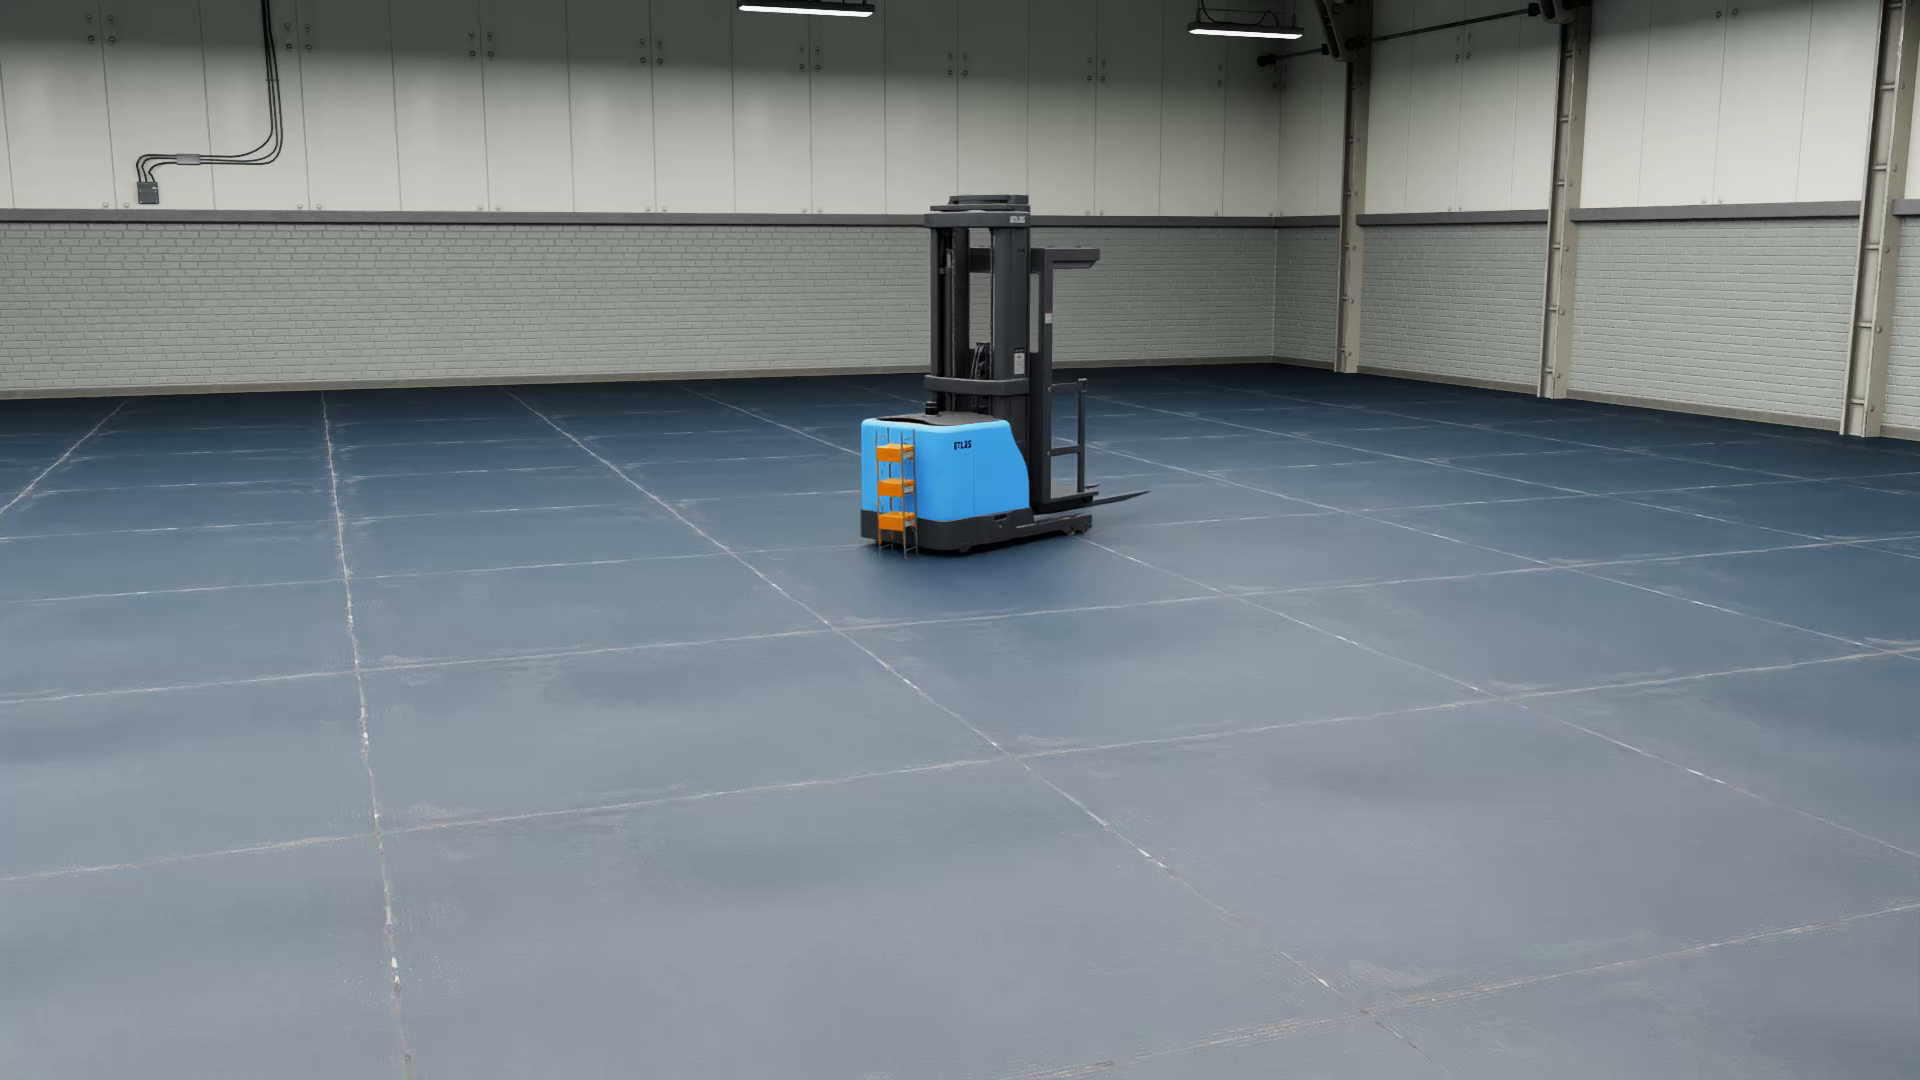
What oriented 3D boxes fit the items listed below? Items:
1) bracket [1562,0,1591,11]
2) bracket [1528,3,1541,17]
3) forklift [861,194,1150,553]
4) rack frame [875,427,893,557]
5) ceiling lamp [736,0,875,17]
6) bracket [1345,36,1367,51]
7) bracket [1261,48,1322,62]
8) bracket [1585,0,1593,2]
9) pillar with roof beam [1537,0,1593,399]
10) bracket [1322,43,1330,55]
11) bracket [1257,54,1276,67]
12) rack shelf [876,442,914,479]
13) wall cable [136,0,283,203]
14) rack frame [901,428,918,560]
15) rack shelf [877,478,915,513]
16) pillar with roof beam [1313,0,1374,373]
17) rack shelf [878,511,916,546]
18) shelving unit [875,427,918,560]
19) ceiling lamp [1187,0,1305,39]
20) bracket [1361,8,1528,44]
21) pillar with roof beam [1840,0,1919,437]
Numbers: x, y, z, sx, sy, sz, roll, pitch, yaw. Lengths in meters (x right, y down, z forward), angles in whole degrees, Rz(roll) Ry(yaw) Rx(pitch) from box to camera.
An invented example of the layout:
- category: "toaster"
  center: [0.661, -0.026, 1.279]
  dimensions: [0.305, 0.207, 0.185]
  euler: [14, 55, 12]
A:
- category: "bracket"
  center: [9.736, -8.499, 26.229]
  dimensions: [0.235, 0.232, 0.430]
  euler: [-4, 11, -21]
- category: "bracket"
  center: [9.435, -8.635, 26.991]
  dimensions: [0.235, 0.232, 0.430]
  euler: [-4, 11, -21]
- category: "forklift"
  center: [0.529, -1.536, 14.687]
  dimensions: [1.130, 2.935, 3.031]
  euler: [9, 14, 42]
- category: "rack frame"
  center: [-0.620, -0.394, 13.611]
  dimensions: [0.008, 1.050, 0.200]
  euler: [6, 14, 30]
- category: "ceiling lamp"
  center: [-2.322, -9.259, 24.112]
  dimensions: [2.000, 3.185, 0.800]
  euler: [-4, 11, -21]
- category: "bracket"
  center: [7.562, -9.479, 31.735]
  dimensions: [0.235, 0.232, 0.430]
  euler: [-4, 11, -21]
- category: "bracket"
  center: [6.616, -9.905, 34.130]
  dimensions: [0.076, 0.066, 3.189]
  euler: [-4, 11, -21]
- category: "bracket"
  center: [10.670, -8.079, 23.865]
  dimensions: [0.076, 0.066, 4.783]
  euler: [-4, 11, -21]
- category: "pillar with roof beam"
  center: [5.904, -6.544, 25.516]
  dimensions: [9.100, 9.000, 0.548]
  euler: [-4, 11, -21]
- category: "bracket"
  center: [7.261, -9.614, 32.497]
  dimensions: [0.235, 0.232, 0.430]
  euler: [-4, 11, -21]
- category: "bracket"
  center: [6.402, -10.001, 34.672]
  dimensions: [0.235, 0.232, 0.430]
  euler: [-4, 11, -21]
- category: "rack shelf"
  center: [-0.521, -0.650, 13.492]
  dimensions: [0.240, 0.259, 0.215]
  euler: [6, 14, 30]
- category: "wall cable"
  center: [-12.598, -8.637, 27.569]
  dimensions: [2.305, 6.003, 0.169]
  euler: [-4, 11, -21]
- category: "rack frame"
  center: [-0.410, -0.372, 13.488]
  dimensions: [0.008, 1.050, 0.200]
  euler: [6, 14, 30]
- category: "rack shelf"
  center: [-0.515, -0.373, 13.552]
  dimensions: [0.240, 0.259, 0.215]
  euler: [6, 14, 30]
- category: "pillar with roof beam"
  center: [3.730, -7.524, 31.022]
  dimensions: [9.100, 9.000, 0.548]
  euler: [-4, 11, -21]
- category: "rack shelf"
  center: [-0.508, -0.101, 13.610]
  dimensions: [0.240, 0.259, 0.215]
  euler: [6, 14, 30]
- category: "shelving unit"
  center: [-0.515, -0.383, 13.549]
  dimensions: [0.252, 1.050, 0.215]
  euler: [6, 14, 30]
- category: "ceiling lamp"
  center: [4.519, -9.725, 26.731]
  dimensions: [2.000, 3.185, 0.800]
  euler: [-4, 11, -21]
- category: "bracket"
  center: [8.495, -9.058, 29.371]
  dimensions: [0.076, 0.066, 4.783]
  euler: [-4, 11, -21]
- category: "pillar with roof beam"
  center: [8.078, -5.565, 20.010]
  dimensions: [9.100, 9.000, 0.400]
  euler: [-4, 11, -21]
